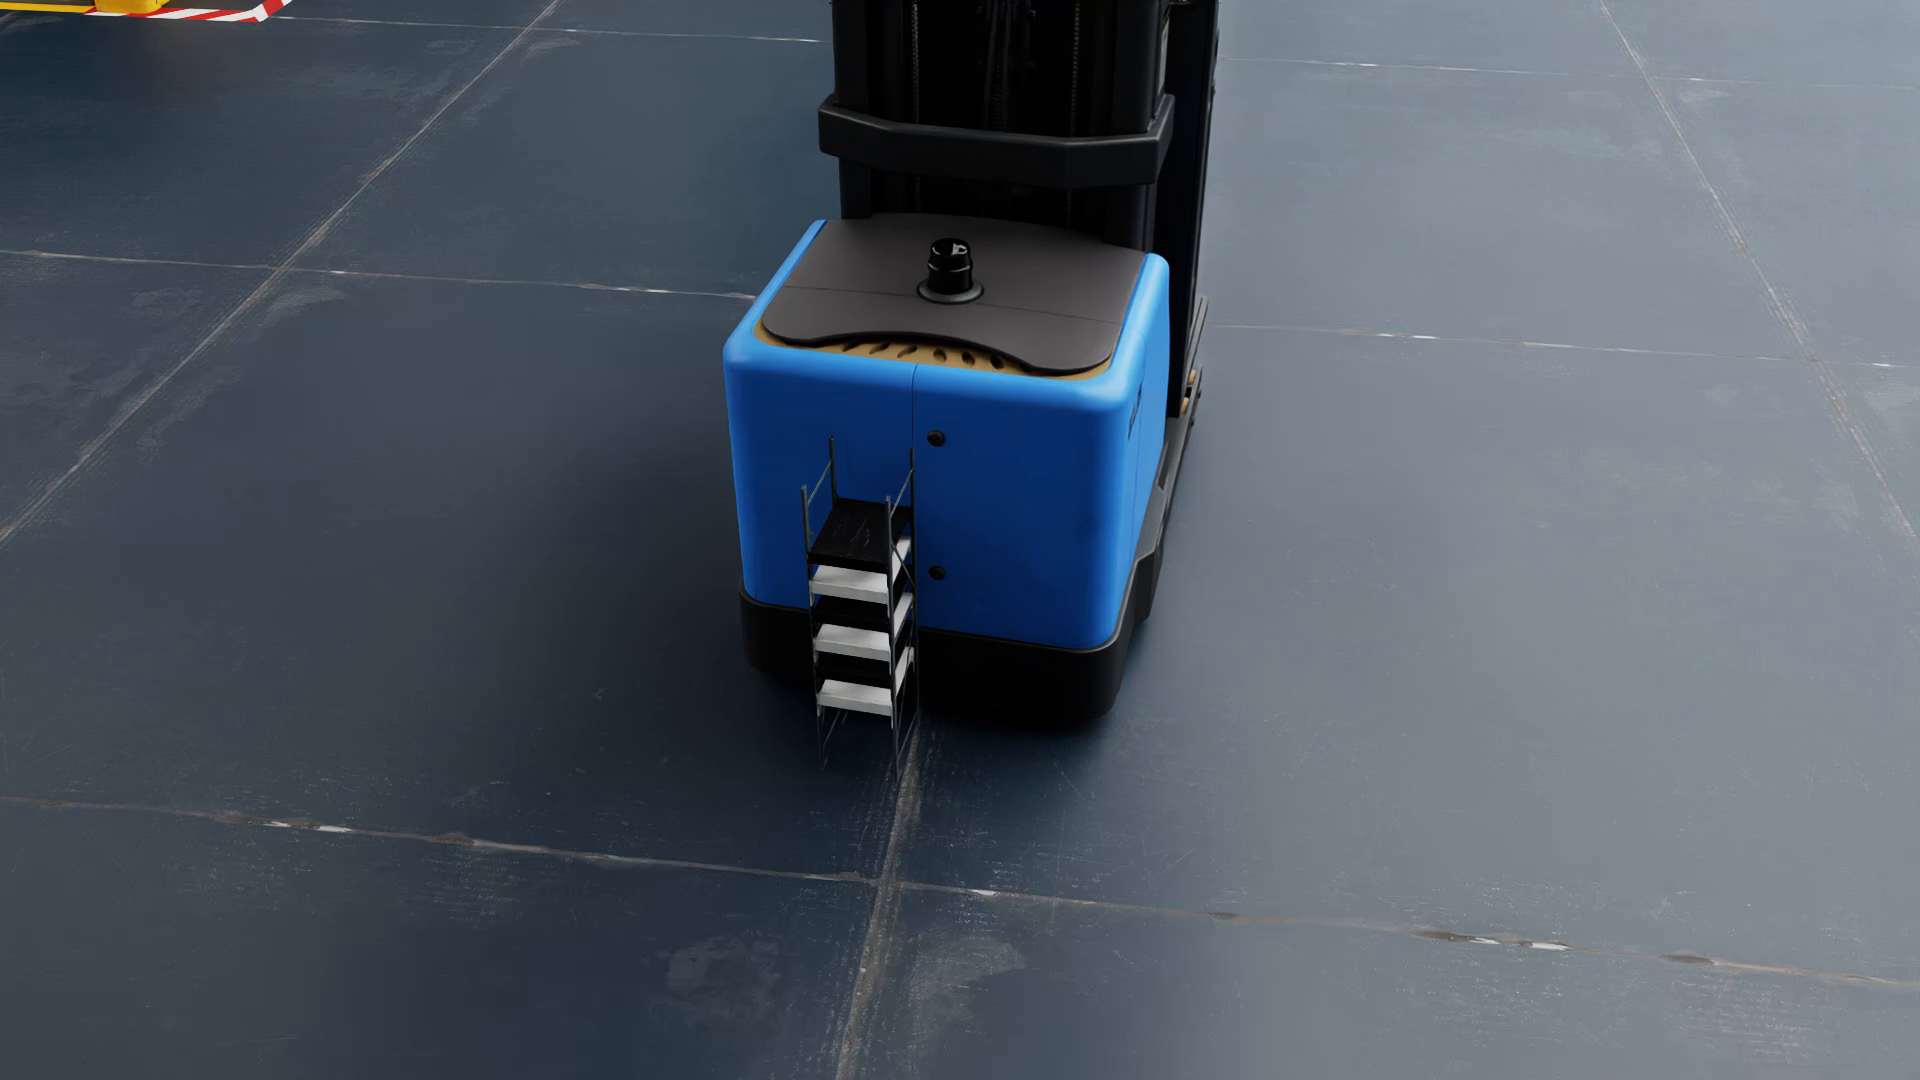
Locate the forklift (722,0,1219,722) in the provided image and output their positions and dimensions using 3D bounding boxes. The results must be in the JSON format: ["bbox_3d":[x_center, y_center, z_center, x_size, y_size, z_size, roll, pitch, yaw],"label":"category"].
[{"bbox_3d":[0.235,-1.561,4.915,1.130,2.935,3.031,8,36,11],"label":"forklift"}]

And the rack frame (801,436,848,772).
[{"bbox_3d":[-0.338,0.179,4.223,0.006,0.900,0.240,8,36,11],"label":"rack frame"}]

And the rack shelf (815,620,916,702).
[{"bbox_3d":[-0.239,0.293,4.276,0.200,0.077,0.258,8,36,11],"label":"rack shelf"}]

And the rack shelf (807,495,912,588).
[{"bbox_3d":[-0.240,0.001,4.066,0.200,0.077,0.258,8,36,11],"label":"rack shelf"}]

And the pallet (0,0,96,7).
[{"bbox_3d":[-5.494,-3.476,9.938,1.213,0.211,1.003,4,36,6],"label":"pallet"}]

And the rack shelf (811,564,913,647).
[{"bbox_3d":[-0.240,0.147,4.171,0.200,0.077,0.258,8,36,11],"label":"rack shelf"}]

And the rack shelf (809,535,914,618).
[{"bbox_3d":[-0.240,0.074,4.119,0.200,0.077,0.258,8,36,11],"label":"rack shelf"}]

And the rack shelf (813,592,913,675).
[{"bbox_3d":[-0.239,0.220,4.224,0.200,0.077,0.258,8,36,11],"label":"rack shelf"}]

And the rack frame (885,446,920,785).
[{"bbox_3d":[-0.141,0.207,4.185,0.006,0.900,0.240,8,36,11],"label":"rack frame"}]

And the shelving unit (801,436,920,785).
[{"bbox_3d":[-0.240,0.193,4.204,0.210,0.900,0.258,8,36,11],"label":"shelving unit"}]

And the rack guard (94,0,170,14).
[{"bbox_3d":[-4.689,-3.530,9.766,0.348,0.500,1.175,4,36,6],"label":"rack guard"}]

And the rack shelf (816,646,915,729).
[{"bbox_3d":[-0.239,0.366,4.329,0.200,0.077,0.258,8,36,11],"label":"rack shelf"}]
